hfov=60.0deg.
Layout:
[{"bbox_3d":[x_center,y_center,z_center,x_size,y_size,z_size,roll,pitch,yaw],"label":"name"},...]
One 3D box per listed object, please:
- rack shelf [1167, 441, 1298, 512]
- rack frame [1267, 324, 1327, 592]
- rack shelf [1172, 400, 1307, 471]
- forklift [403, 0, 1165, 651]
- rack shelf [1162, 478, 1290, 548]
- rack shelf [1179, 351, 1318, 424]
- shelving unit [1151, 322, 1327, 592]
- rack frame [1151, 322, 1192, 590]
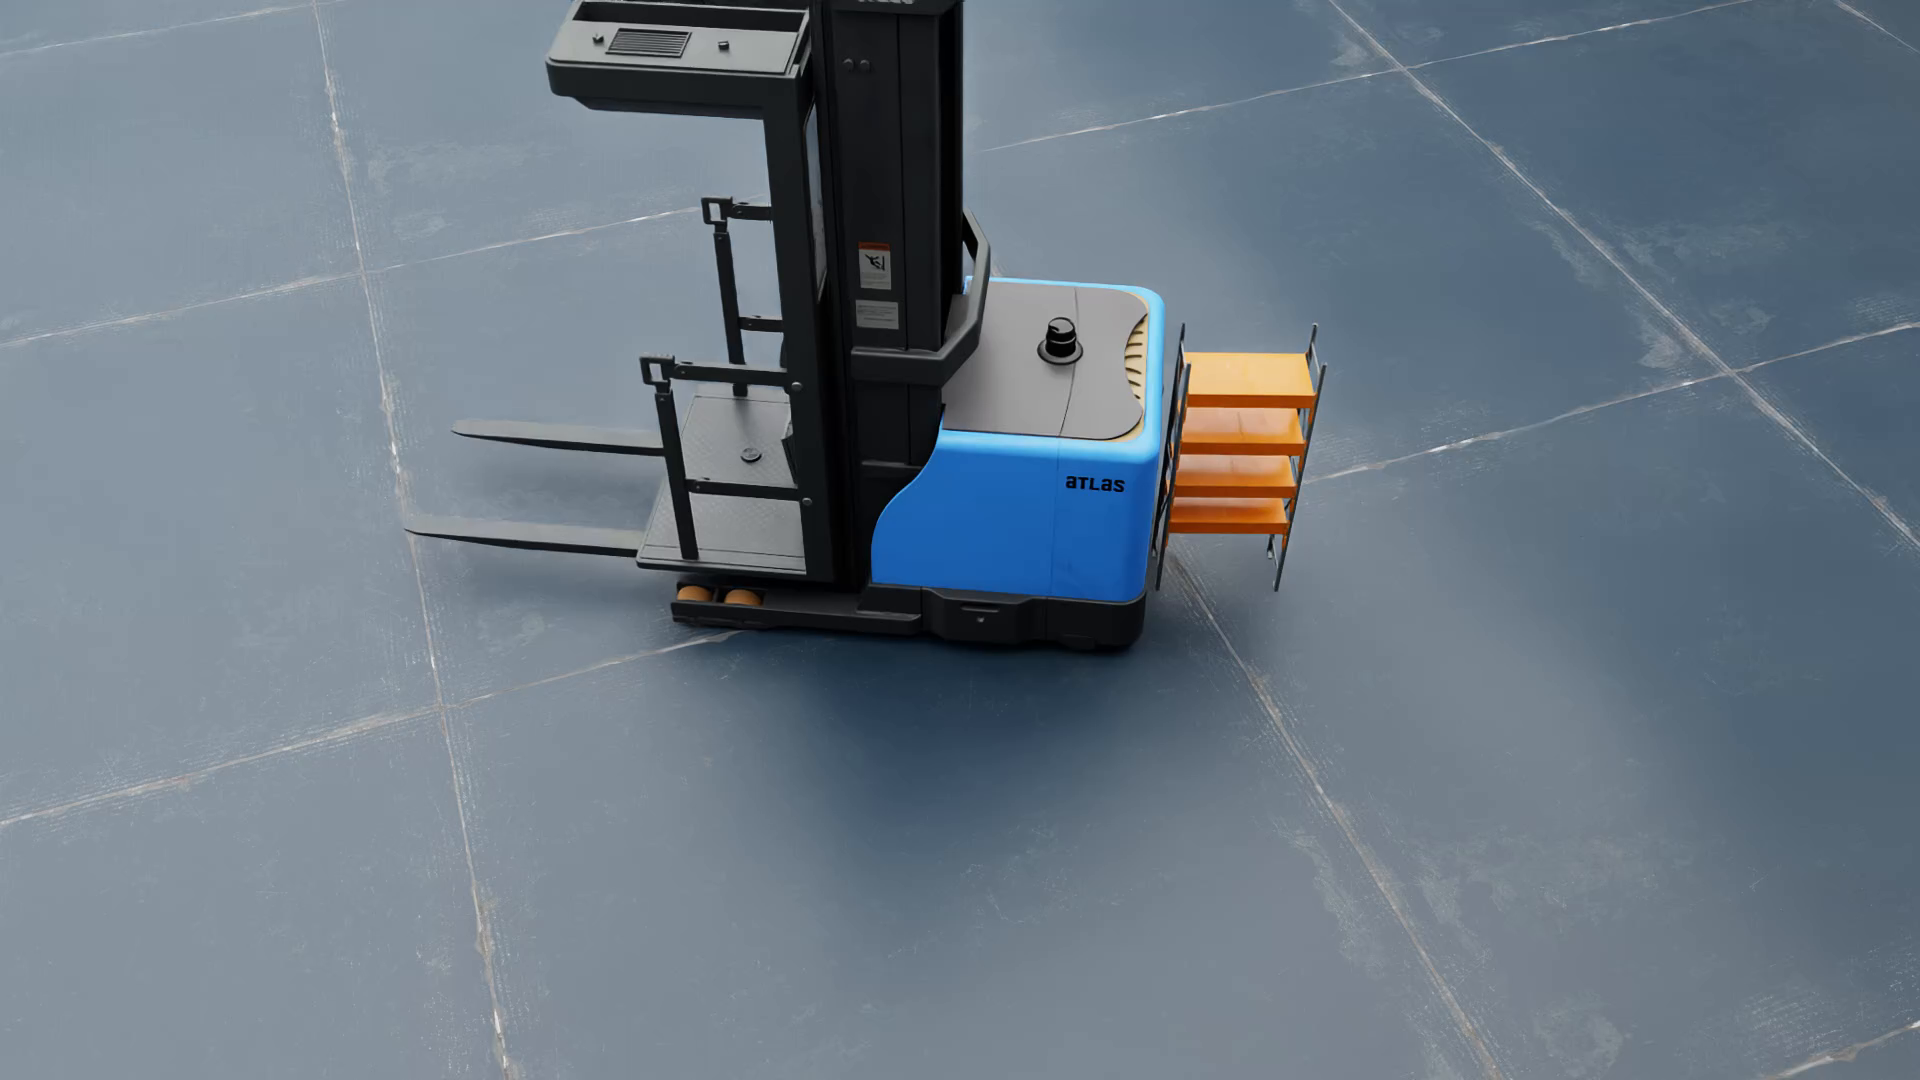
[{"bbox_3d":[1.064,-0.250,6.552,0.480,0.148,0.258,1,45,0],"label":"rack shelf"},{"bbox_3d":[1.309,-0.295,6.505,0.015,1.200,0.240,1,45,0],"label":"rack frame"},{"bbox_3d":[1.067,-0.407,6.393,0.480,0.148,0.258,1,45,0],"label":"rack shelf"},{"bbox_3d":[-0.736,-1.044,6.030,3.031,2.935,1.130,4,45,4],"label":"forklift"},{"bbox_3d":[1.062,-0.110,6.693,0.480,0.148,0.258,1,45,0],"label":"rack shelf"},{"bbox_3d":[1.069,-0.574,6.224,0.480,0.148,0.258,1,45,0],"label":"rack shelf"},{"bbox_3d":[1.065,-0.297,6.504,0.503,1.200,0.258,1,45,0],"label":"shelving unit"},{"bbox_3d":[0.821,-0.300,6.502,0.015,1.200,0.240,1,45,0],"label":"rack frame"}]
